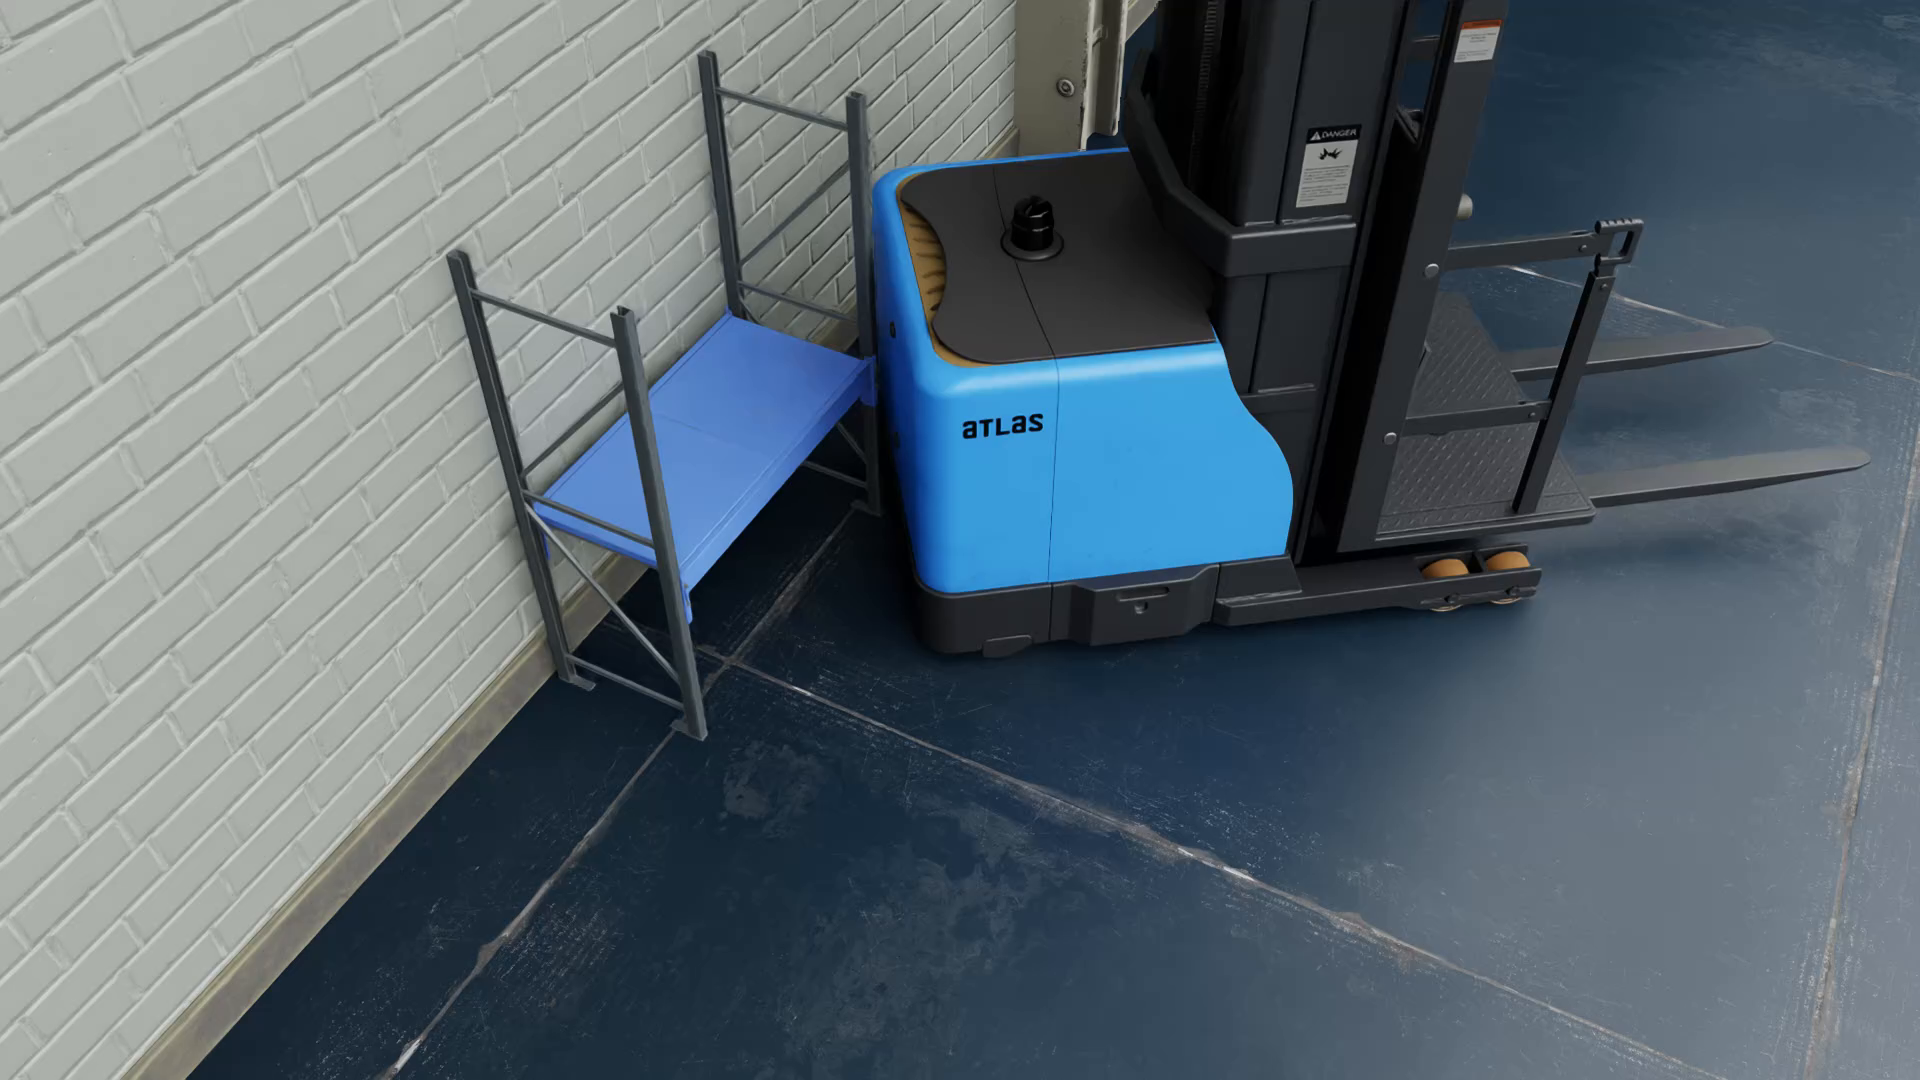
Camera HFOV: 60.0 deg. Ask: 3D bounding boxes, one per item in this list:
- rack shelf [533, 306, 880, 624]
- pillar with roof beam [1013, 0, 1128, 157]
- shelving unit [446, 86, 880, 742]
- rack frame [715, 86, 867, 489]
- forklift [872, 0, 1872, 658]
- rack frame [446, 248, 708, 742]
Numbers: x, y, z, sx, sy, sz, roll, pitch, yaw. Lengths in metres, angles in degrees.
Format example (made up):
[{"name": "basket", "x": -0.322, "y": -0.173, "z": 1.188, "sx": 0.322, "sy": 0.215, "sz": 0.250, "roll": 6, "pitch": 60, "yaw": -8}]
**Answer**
[{"name": "rack shelf", "x": -0.705, "y": -0.243, "z": 4.688, "sx": 0.538, "sy": 0.185, "sz": 1.000, "roll": 20, "pitch": 49, "yaw": 19}, {"name": "pillar with roof beam", "x": 4.248, "y": -3.379, "z": 2.263, "sx": 9.100, "sy": 9.000, "sz": 0.400, "roll": 20, "pitch": 49, "yaw": 19}, {"name": "shelving unit", "x": -0.708, "y": -0.367, "z": 4.557, "sx": 0.538, "sy": 1.500, "sz": 1.039, "roll": 20, "pitch": 49, "yaw": 19}, {"name": "rack frame", "x": -0.471, "y": -0.691, "z": 4.876, "sx": 0.475, "sy": 1.308, "sz": 0.013, "roll": 20, "pitch": 49, "yaw": 19}, {"name": "forklift", "x": 1.296, "y": -1.180, "z": 4.356, "sx": 3.031, "sy": 2.935, "sz": 1.130, "roll": -7, "pitch": 46, "yaw": -6}, {"name": "rack frame", "x": -0.941, "y": -0.049, "z": 4.244, "sx": 0.500, "sy": 1.500, "sz": 0.032, "roll": 20, "pitch": 49, "yaw": 19}]
